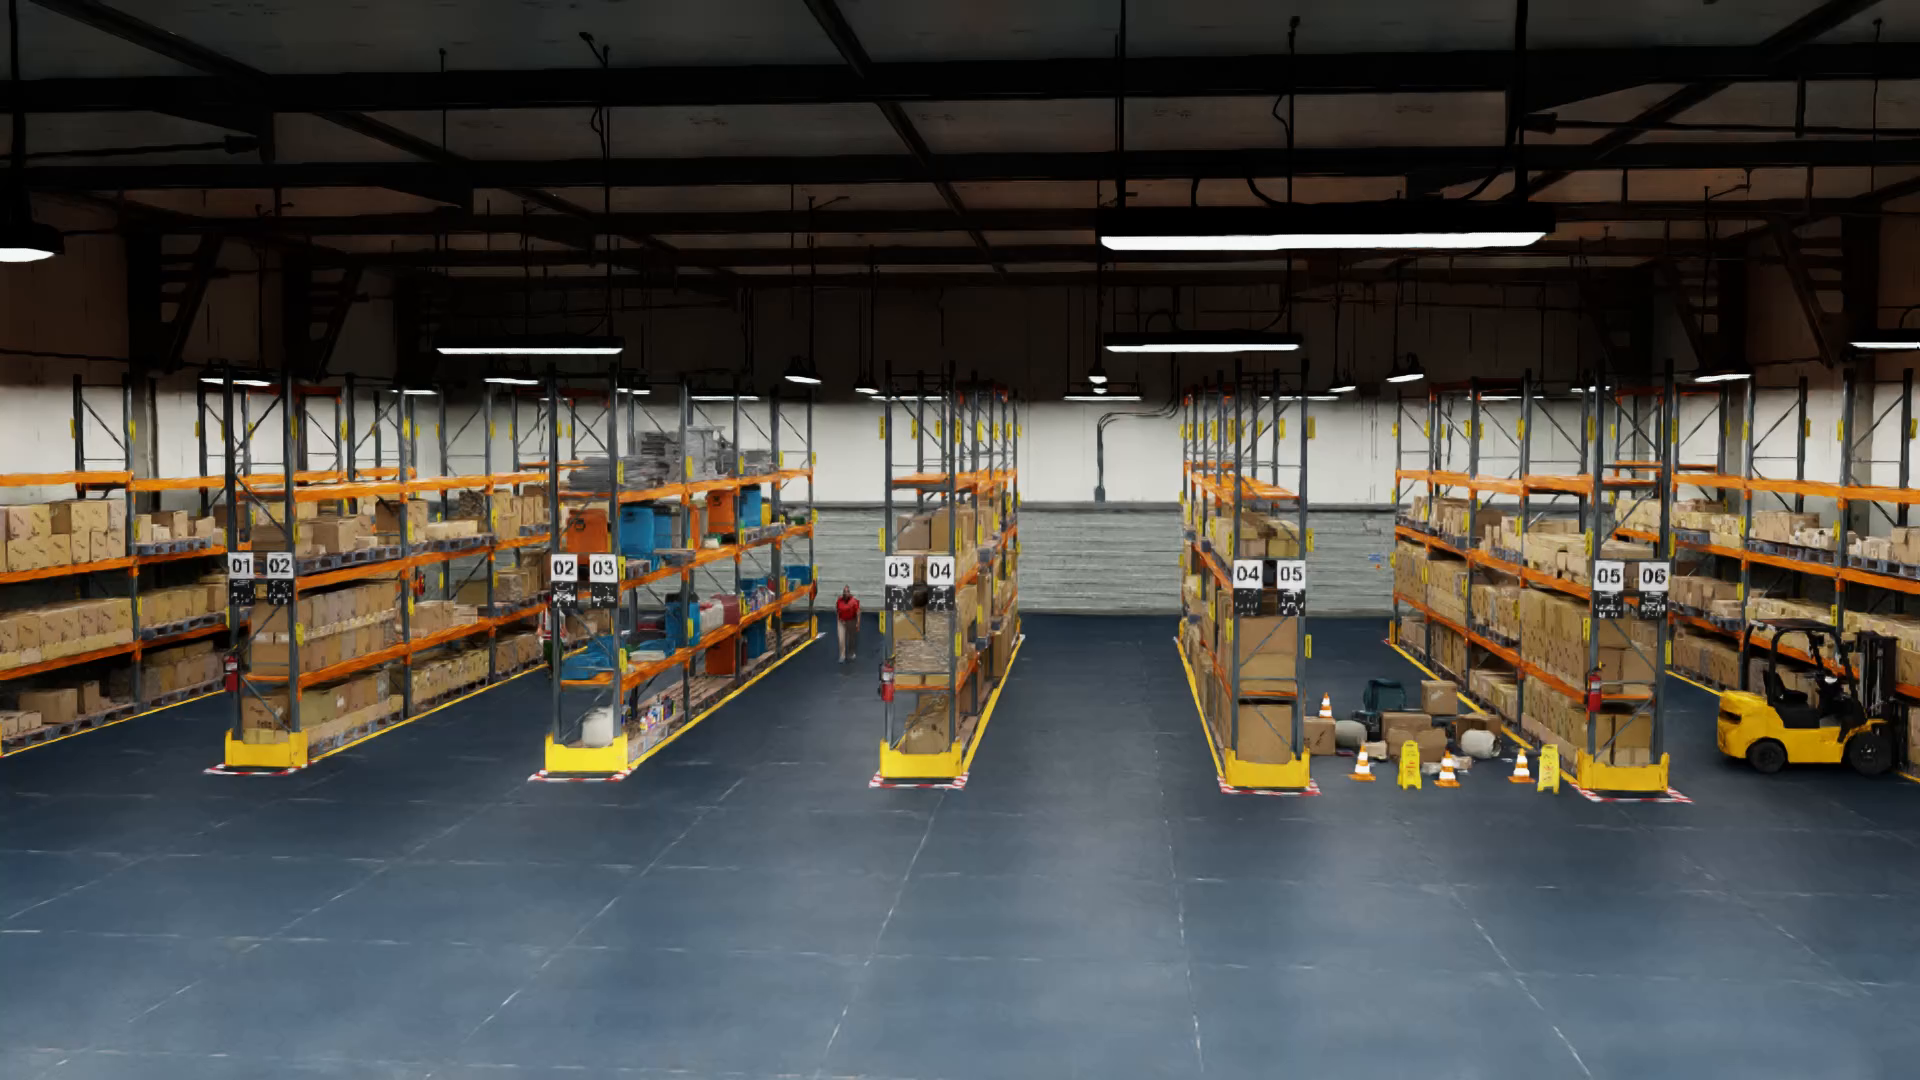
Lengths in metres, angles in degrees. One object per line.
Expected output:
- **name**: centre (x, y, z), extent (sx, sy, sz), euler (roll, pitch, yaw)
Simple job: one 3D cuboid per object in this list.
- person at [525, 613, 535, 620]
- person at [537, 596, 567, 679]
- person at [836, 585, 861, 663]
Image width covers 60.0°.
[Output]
- **person**: centre (-10.568, 1.444, 41.083), extent (0.387, 1.676, 0.555), euler (-1, 4, -13)
- **person**: centre (-8.093, 1.960, 32.950), extent (0.528, 1.727, 1.030), euler (0, 4, -3)
- **person**: centre (-2.414, 1.804, 35.879), extent (0.557, 1.669, 1.040), euler (0, 4, 4)
